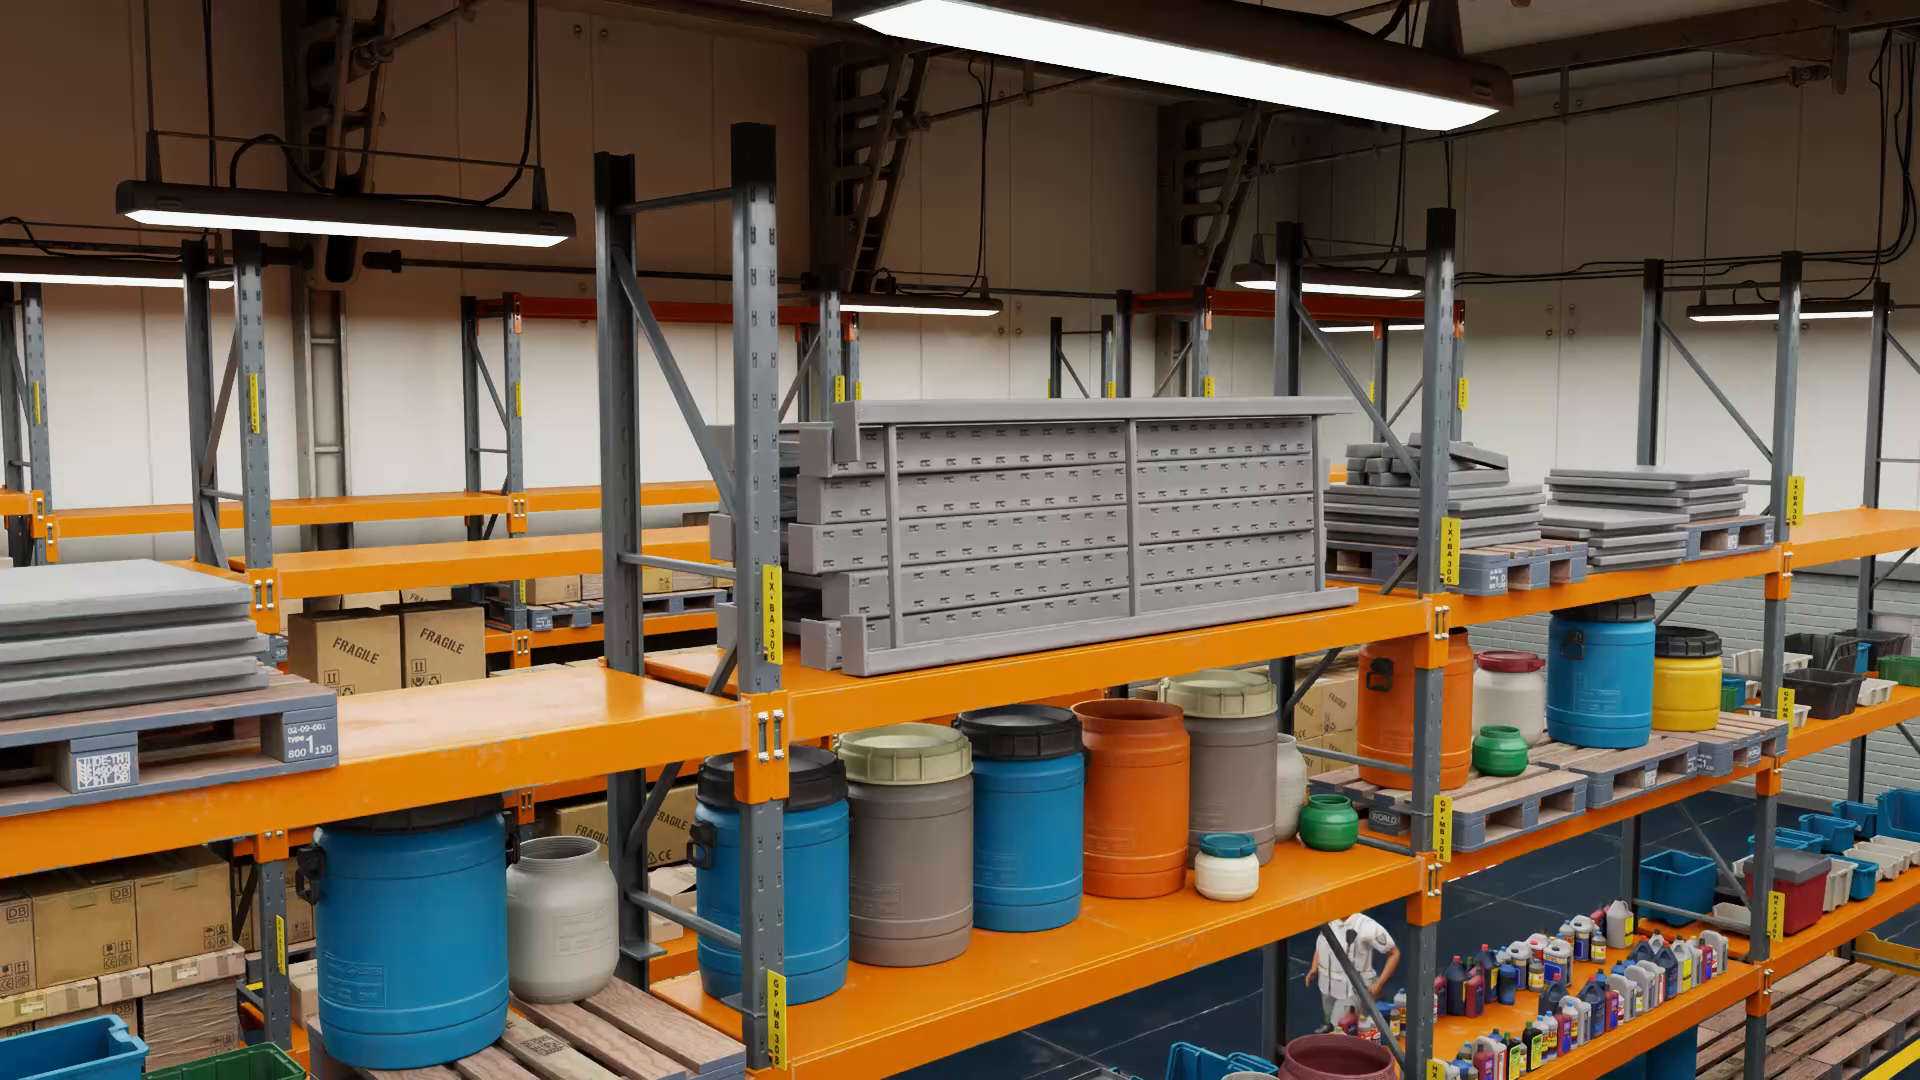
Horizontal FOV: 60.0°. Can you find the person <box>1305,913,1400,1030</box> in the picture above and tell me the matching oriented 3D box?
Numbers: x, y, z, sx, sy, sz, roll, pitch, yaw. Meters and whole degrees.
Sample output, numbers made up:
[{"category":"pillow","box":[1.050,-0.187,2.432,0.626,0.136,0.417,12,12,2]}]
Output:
[{"category":"person","box":[2.741,3.234,11.831,0.595,1.631,0.615,-3,6,-32]}]
